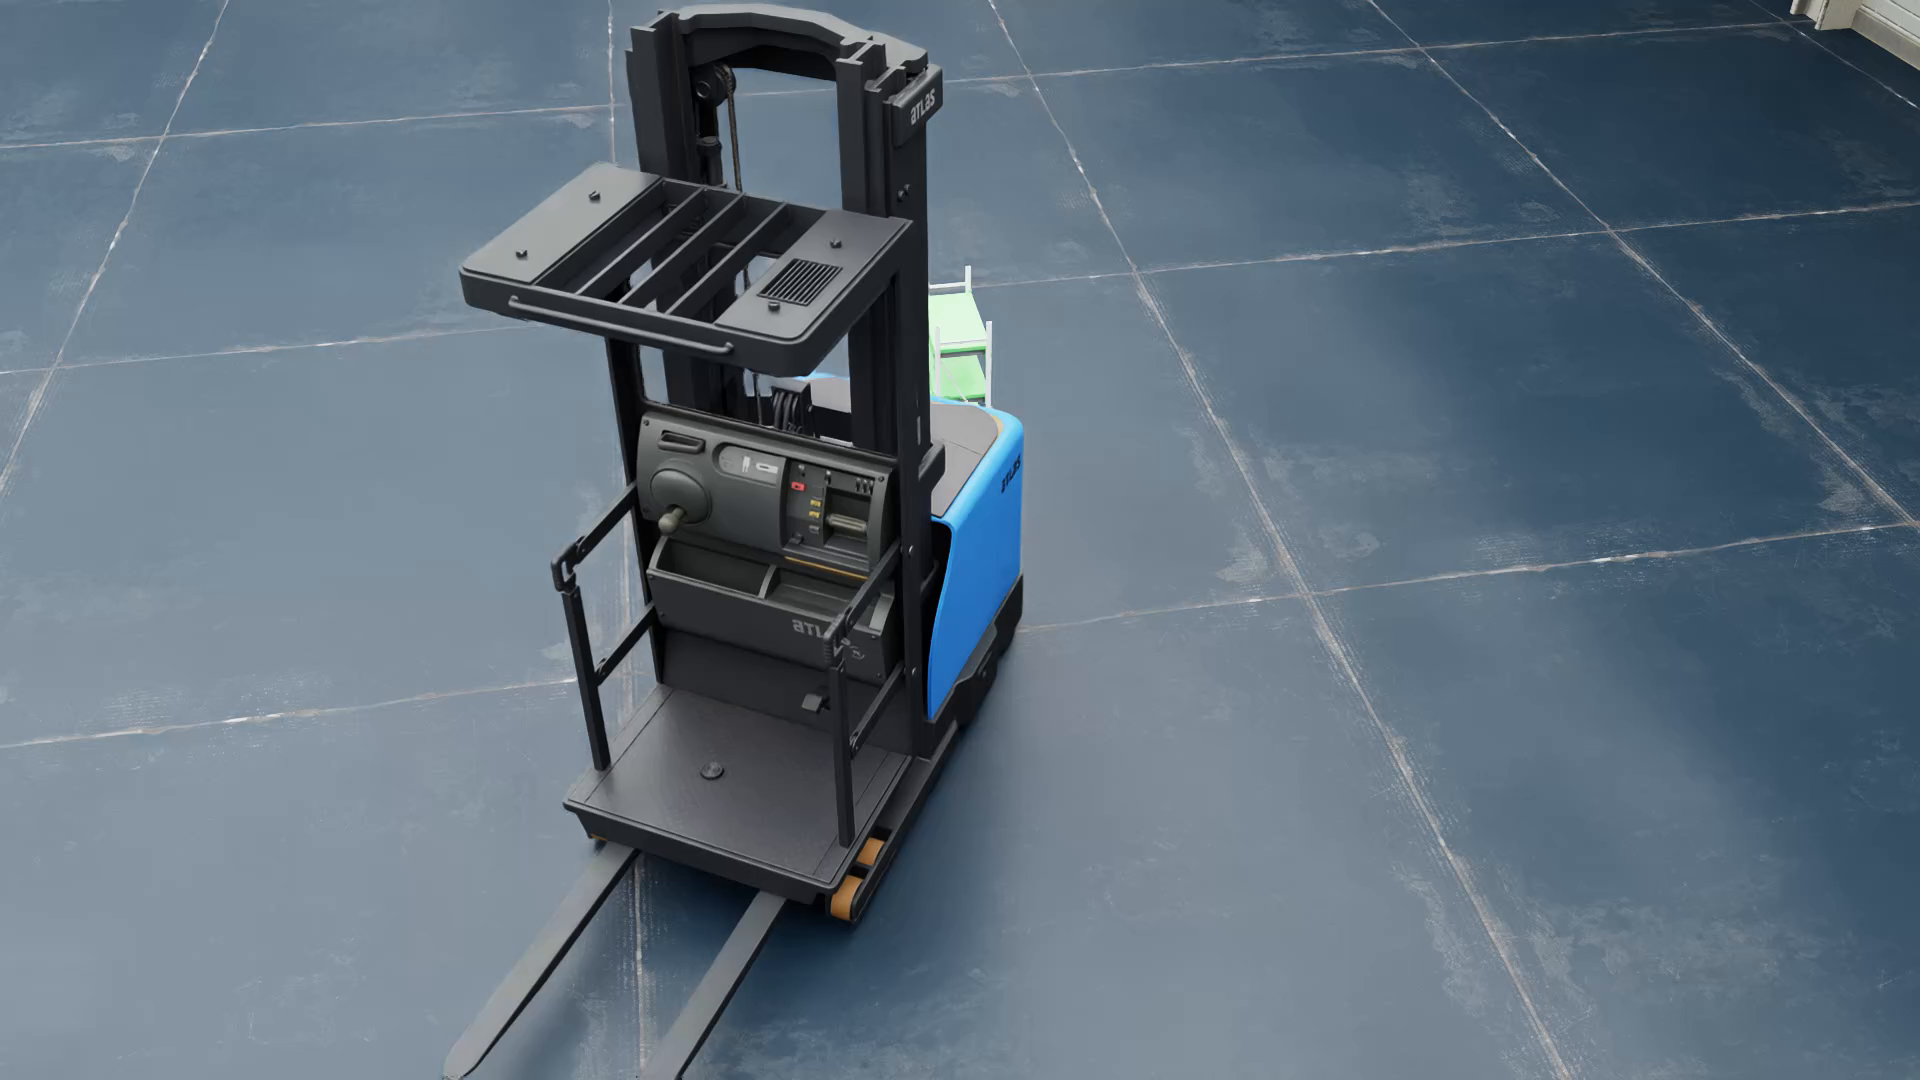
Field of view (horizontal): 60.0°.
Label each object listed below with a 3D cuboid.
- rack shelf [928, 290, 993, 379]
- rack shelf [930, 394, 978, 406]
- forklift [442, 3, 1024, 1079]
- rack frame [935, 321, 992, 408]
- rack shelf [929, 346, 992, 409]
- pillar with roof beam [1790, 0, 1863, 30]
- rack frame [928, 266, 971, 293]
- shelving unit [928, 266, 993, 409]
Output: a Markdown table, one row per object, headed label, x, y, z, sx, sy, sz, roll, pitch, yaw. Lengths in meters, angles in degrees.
| label | x | y | z | sx | sy | sz | roll | pitch | yaw |
| --- | --- | --- | --- | --- | --- | --- | --- | --- | --- |
| rack shelf | -0.029 | -0.902 | 7.255 | 0.258 | 0.148 | 0.480 | -6 | 38 | -8 |
| rack shelf | -0.029 | -0.523 | 7.550 | 0.258 | 0.148 | 0.480 | -6 | 38 | -8 |
| forklift | -0.753 | -0.083 | 5.468 | 1.130 | 2.935 | 3.031 | 14 | 40 | 17 |
| rack frame | 0.014 | -0.426 | 7.321 | 0.240 | 1.200 | 0.015 | -6 | 38 | -8 |
| rack shelf | -0.029 | -0.713 | 7.403 | 0.258 | 0.148 | 0.480 | -6 | 38 | -8 |
| pillar with roof beam | 2.487 | -7.152 | 9.621 | 9.100 | 9.000 | 0.400 | -6 | 38 | -8 |
| rack frame | -0.072 | -0.721 | 7.700 | 0.240 | 1.200 | 0.015 | -6 | 38 | -8 |
| shelving unit | -0.029 | -0.574 | 7.511 | 0.258 | 1.200 | 0.503 | -6 | 38 | -8 |
